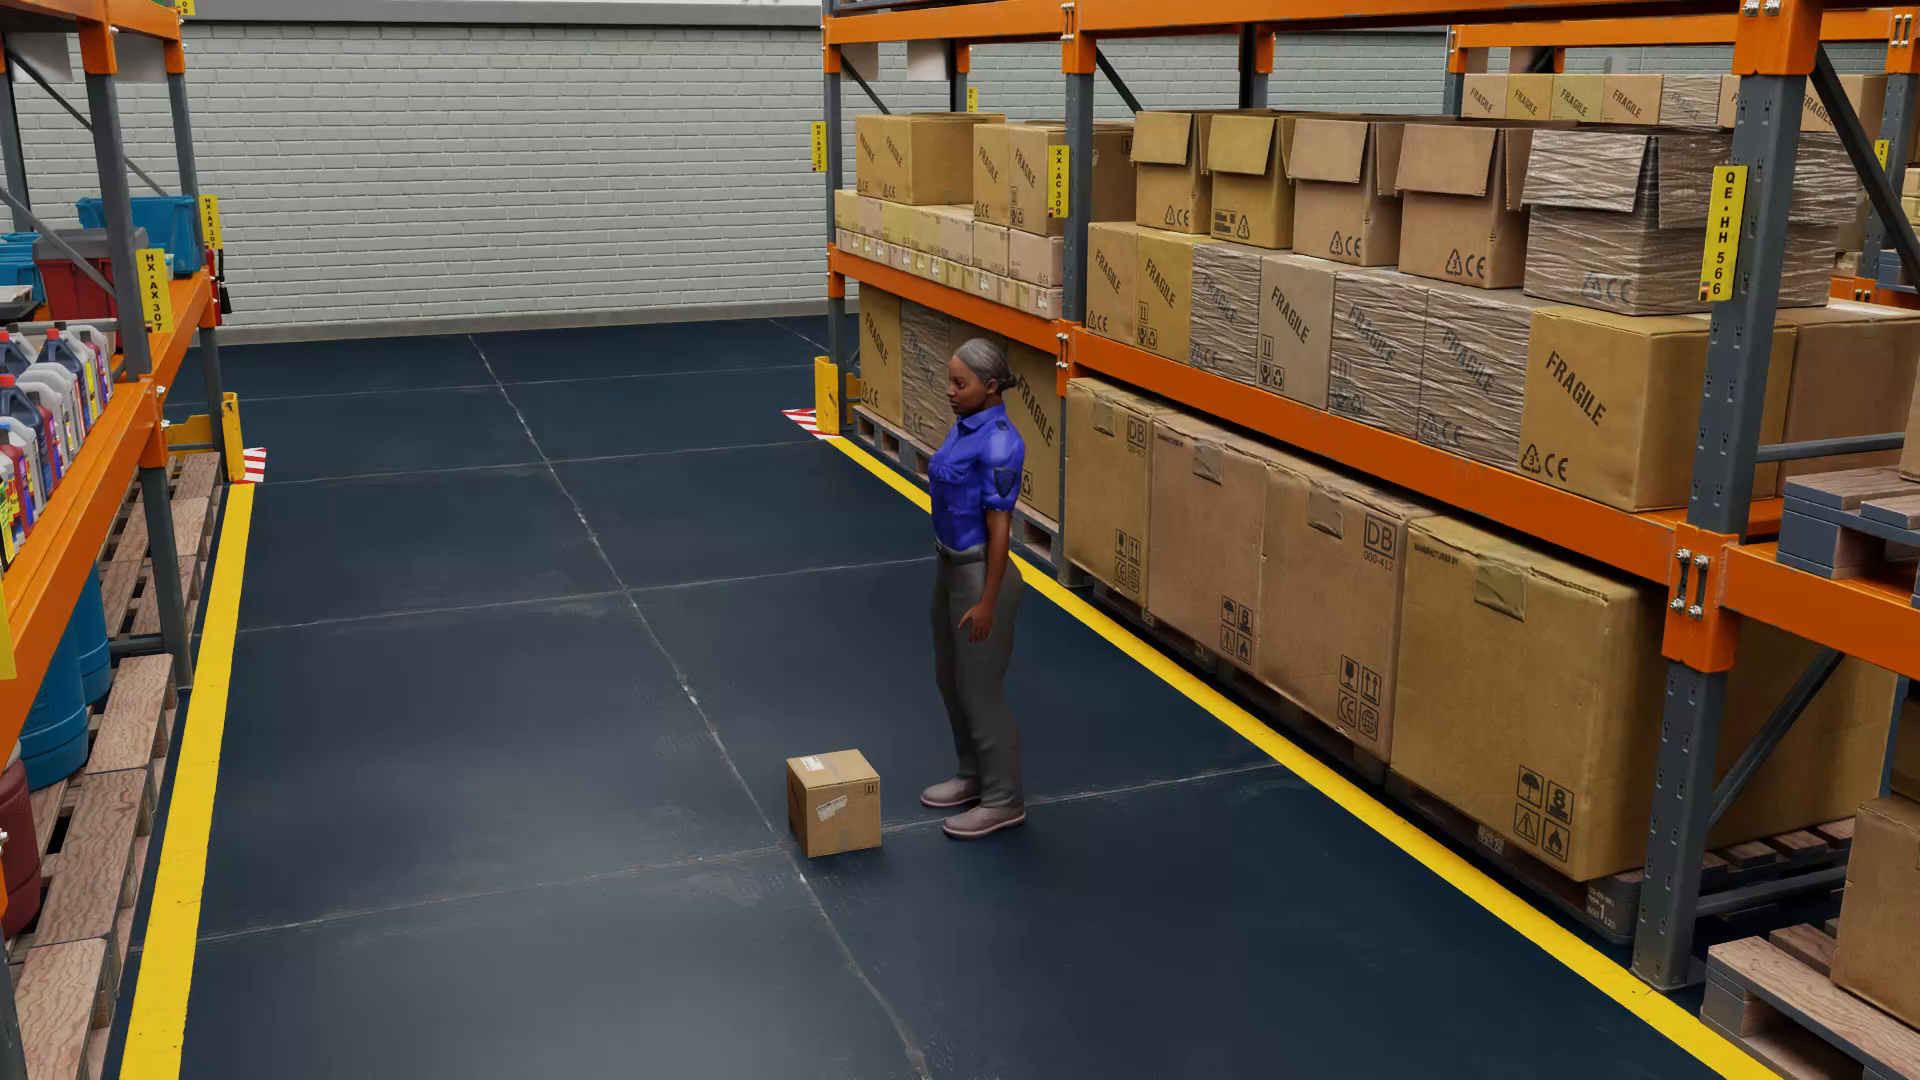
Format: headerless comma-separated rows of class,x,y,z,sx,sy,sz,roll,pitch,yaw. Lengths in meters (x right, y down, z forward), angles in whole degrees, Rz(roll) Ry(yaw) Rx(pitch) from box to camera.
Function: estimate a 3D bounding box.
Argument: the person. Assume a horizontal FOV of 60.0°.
person,0.051,0.156,5.493,0.299,1.657,0.437,-5,17,-18
